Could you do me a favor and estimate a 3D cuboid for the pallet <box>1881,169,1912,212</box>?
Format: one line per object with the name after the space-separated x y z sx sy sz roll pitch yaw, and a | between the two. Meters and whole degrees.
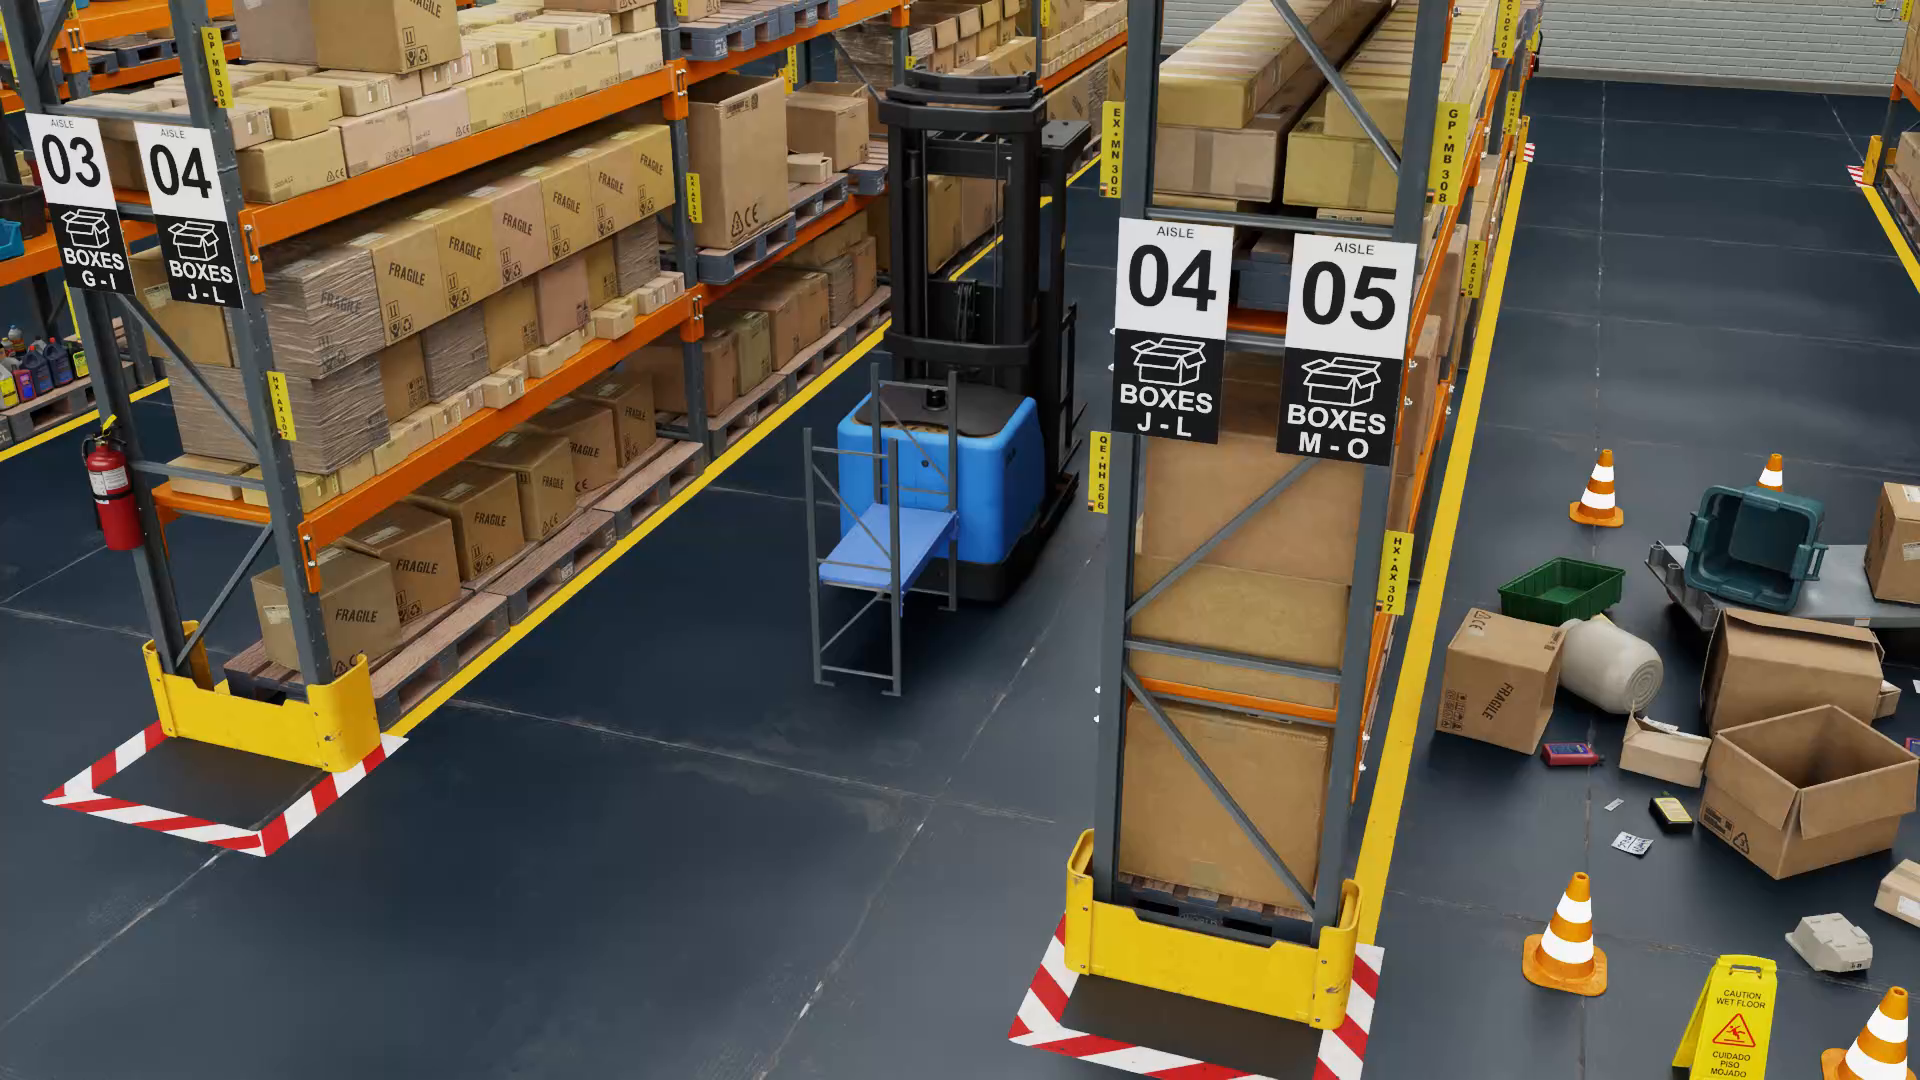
10.874 -3.842 18.443 1.003 0.211 1.213 9 27 17 | pallet

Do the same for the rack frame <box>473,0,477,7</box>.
-7.620 -8.312 24.475 1.000 3.000 0.127 9 27 17 | rack frame

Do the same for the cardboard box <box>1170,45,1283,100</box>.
1.002 -1.763 6.284 0.380 0.149 0.250 9 27 18 | cardboard box

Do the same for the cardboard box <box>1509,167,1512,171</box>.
6.131 -4.339 19.059 0.380 0.149 0.250 8 27 15 | cardboard box

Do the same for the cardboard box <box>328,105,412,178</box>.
-3.034 -1.955 8.075 0.500 0.250 0.500 8 27 16 | cardboard box

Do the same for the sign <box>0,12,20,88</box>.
-4.120 -2.136 7.262 0.100 0.325 0.005 9 27 17 | sign

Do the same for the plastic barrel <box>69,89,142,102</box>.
-6.529 -3.001 12.932 0.600 0.901 0.708 9 27 17 | plastic barrel

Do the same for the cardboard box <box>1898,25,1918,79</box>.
10.636 -5.326 18.194 0.500 0.500 0.500 9 27 17 | cardboard box

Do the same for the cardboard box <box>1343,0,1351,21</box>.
1.677 -2.598 8.008 0.380 0.149 0.250 8 27 17 | cardboard box

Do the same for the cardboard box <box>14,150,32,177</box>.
-10.224 -3.977 17.553 0.500 0.311 0.500 9 27 19 | cardboard box

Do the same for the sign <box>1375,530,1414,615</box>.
1.562 0.120 5.977 0.100 0.325 0.005 9 27 17 | sign

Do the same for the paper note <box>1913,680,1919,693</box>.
5.288 0.801 9.060 0.148 0.019 0.142 9 27 17 | paper note

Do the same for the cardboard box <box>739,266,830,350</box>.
-1.500 -1.917 13.632 0.700 0.500 0.500 11 28 22 | cardboard box

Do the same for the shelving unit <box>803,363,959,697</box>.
-0.407 -0.075 9.183 0.538 1.500 1.048 8 27 15 | shelving unit

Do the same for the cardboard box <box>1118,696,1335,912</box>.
1.203 0.941 7.321 0.875 0.875 0.875 9 27 18 | cardboard box

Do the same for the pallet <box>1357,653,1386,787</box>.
1.640 0.877 8.696 1.003 0.211 1.213 9 27 17 | pallet

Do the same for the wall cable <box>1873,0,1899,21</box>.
12.920 -8.229 23.102 0.585 1.953 0.123 9 27 17 | wall cable

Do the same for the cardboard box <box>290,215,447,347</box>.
-2.991 -1.319 8.428 0.500 0.500 0.500 9 27 17 | cardboard box

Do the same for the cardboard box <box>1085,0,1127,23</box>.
1.810 -6.703 20.982 0.500 0.250 0.500 8 27 17 | cardboard box

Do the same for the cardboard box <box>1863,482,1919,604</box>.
5.384 0.033 9.239 0.500 0.500 0.500 9 27 17 | cardboard box

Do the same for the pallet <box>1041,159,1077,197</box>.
0.717 -4.276 19.340 1.003 0.211 1.213 9 27 17 | pallet

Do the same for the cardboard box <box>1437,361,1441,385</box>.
2.260 -1.096 9.399 0.875 0.550 0.550 9 27 17 | cardboard box

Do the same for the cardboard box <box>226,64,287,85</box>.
-3.559 -2.245 8.217 0.380 0.149 0.250 9 27 18 | cardboard box

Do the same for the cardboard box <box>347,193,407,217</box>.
-3.324 -1.601 9.011 0.500 0.500 0.500 9 27 17 | cardboard box

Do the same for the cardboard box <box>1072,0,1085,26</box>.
1.130 -6.210 19.103 0.500 0.500 0.500 8 27 16 | cardboard box

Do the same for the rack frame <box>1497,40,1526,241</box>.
5.033 -4.469 16.539 1.000 3.000 0.127 9 27 17 | rack frame

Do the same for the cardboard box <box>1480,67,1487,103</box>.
2.383 -2.247 8.198 0.380 0.149 0.250 9 27 18 | cardboard box

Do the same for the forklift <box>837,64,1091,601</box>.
0.182 -1.580 10.649 1.130 2.935 3.031 8 27 15 | forklift

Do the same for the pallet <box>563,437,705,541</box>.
-2.463 -0.406 11.347 1.003 0.211 1.213 9 27 17 | pallet

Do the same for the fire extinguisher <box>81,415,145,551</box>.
-4.076 -0.284 7.983 0.296 0.674 0.183 9 27 17 | fire extinguisher

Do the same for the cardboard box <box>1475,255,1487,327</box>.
4.178 -2.143 14.121 0.500 0.500 0.500 8 27 15 | cardboard box

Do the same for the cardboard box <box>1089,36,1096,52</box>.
1.404 -5.939 19.862 0.380 0.149 0.250 9 27 18 | cardboard box

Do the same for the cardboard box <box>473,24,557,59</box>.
-2.508 -2.804 9.373 0.380 0.149 0.250 10 28 19 | cardboard box

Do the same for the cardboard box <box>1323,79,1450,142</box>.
1.451 -1.459 5.656 0.380 0.149 0.250 9 27 18 | cardboard box

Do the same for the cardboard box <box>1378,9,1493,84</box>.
2.281 -2.385 8.026 0.500 0.250 0.500 9 27 17 | cardboard box

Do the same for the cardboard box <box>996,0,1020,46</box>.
0.185 -5.463 17.325 0.797 0.503 0.637 8 27 16 | cardboard box

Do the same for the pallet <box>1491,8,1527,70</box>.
3.169 -3.358 11.019 1.003 0.211 1.213 10 28 20 | pallet

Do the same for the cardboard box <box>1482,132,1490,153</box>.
4.052 -3.205 13.392 0.380 0.149 0.250 10 28 20 | cardboard box

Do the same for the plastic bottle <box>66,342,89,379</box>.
-6.792 -1.391 12.793 0.061 0.283 0.133 10 28 20 | plastic bottle

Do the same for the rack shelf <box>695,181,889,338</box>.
-1.607 -2.441 13.174 1.077 0.370 4.000 9 27 17 | rack shelf

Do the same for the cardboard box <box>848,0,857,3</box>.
-1.021 -4.432 13.192 0.500 0.250 0.500 9 27 17 | cardboard box

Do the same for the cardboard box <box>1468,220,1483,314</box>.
3.136 -1.817 10.945 0.500 0.500 0.500 9 27 17 | cardboard box

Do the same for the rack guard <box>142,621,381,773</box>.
-3.578 0.795 8.534 1.175 0.500 0.348 9 27 17 | rack guard

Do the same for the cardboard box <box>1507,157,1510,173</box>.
5.852 -4.149 18.325 0.380 0.149 0.250 9 27 17 | cardboard box

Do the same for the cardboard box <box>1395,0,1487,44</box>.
2.129 -2.297 7.386 0.380 0.149 0.250 8 27 17 | cardboard box

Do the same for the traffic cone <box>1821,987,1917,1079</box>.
3.508 1.895 6.305 0.336 0.463 0.334 9 27 17 | traffic cone

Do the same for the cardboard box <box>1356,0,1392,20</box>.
1.944 -2.672 8.619 0.500 0.250 0.500 9 27 18 | cardboard box

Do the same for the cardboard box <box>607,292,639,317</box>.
-2.299 -1.503 10.701 0.380 0.149 0.250 9 27 17 | cardboard box

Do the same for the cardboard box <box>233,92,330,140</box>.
-3.116 -1.933 7.573 0.380 0.149 0.250 9 27 19 | cardboard box

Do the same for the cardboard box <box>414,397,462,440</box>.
-2.932 -0.676 8.993 0.380 0.149 0.250 9 27 17 | cardboard box

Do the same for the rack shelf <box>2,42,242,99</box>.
-9.616 -5.523 19.540 1.077 0.370 4.000 9 27 17 | rack shelf

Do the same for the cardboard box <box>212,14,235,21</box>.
-9.319 -6.740 20.632 0.700 0.500 0.500 0 26 0 | cardboard box

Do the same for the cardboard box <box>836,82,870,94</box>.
-1.011 -3.870 15.186 0.500 0.500 0.500 10 27 19 | cardboard box

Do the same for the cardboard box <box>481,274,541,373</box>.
-2.957 -1.326 9.590 0.875 0.500 0.500 9 27 17 | cardboard box

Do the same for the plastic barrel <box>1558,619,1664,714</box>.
3.440 0.666 8.888 0.421 0.421 0.512 -14 29 -27 | plastic barrel

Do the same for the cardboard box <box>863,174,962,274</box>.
-0.692 -3.100 15.666 1.225 0.875 0.875 7 27 15 | cardboard box
